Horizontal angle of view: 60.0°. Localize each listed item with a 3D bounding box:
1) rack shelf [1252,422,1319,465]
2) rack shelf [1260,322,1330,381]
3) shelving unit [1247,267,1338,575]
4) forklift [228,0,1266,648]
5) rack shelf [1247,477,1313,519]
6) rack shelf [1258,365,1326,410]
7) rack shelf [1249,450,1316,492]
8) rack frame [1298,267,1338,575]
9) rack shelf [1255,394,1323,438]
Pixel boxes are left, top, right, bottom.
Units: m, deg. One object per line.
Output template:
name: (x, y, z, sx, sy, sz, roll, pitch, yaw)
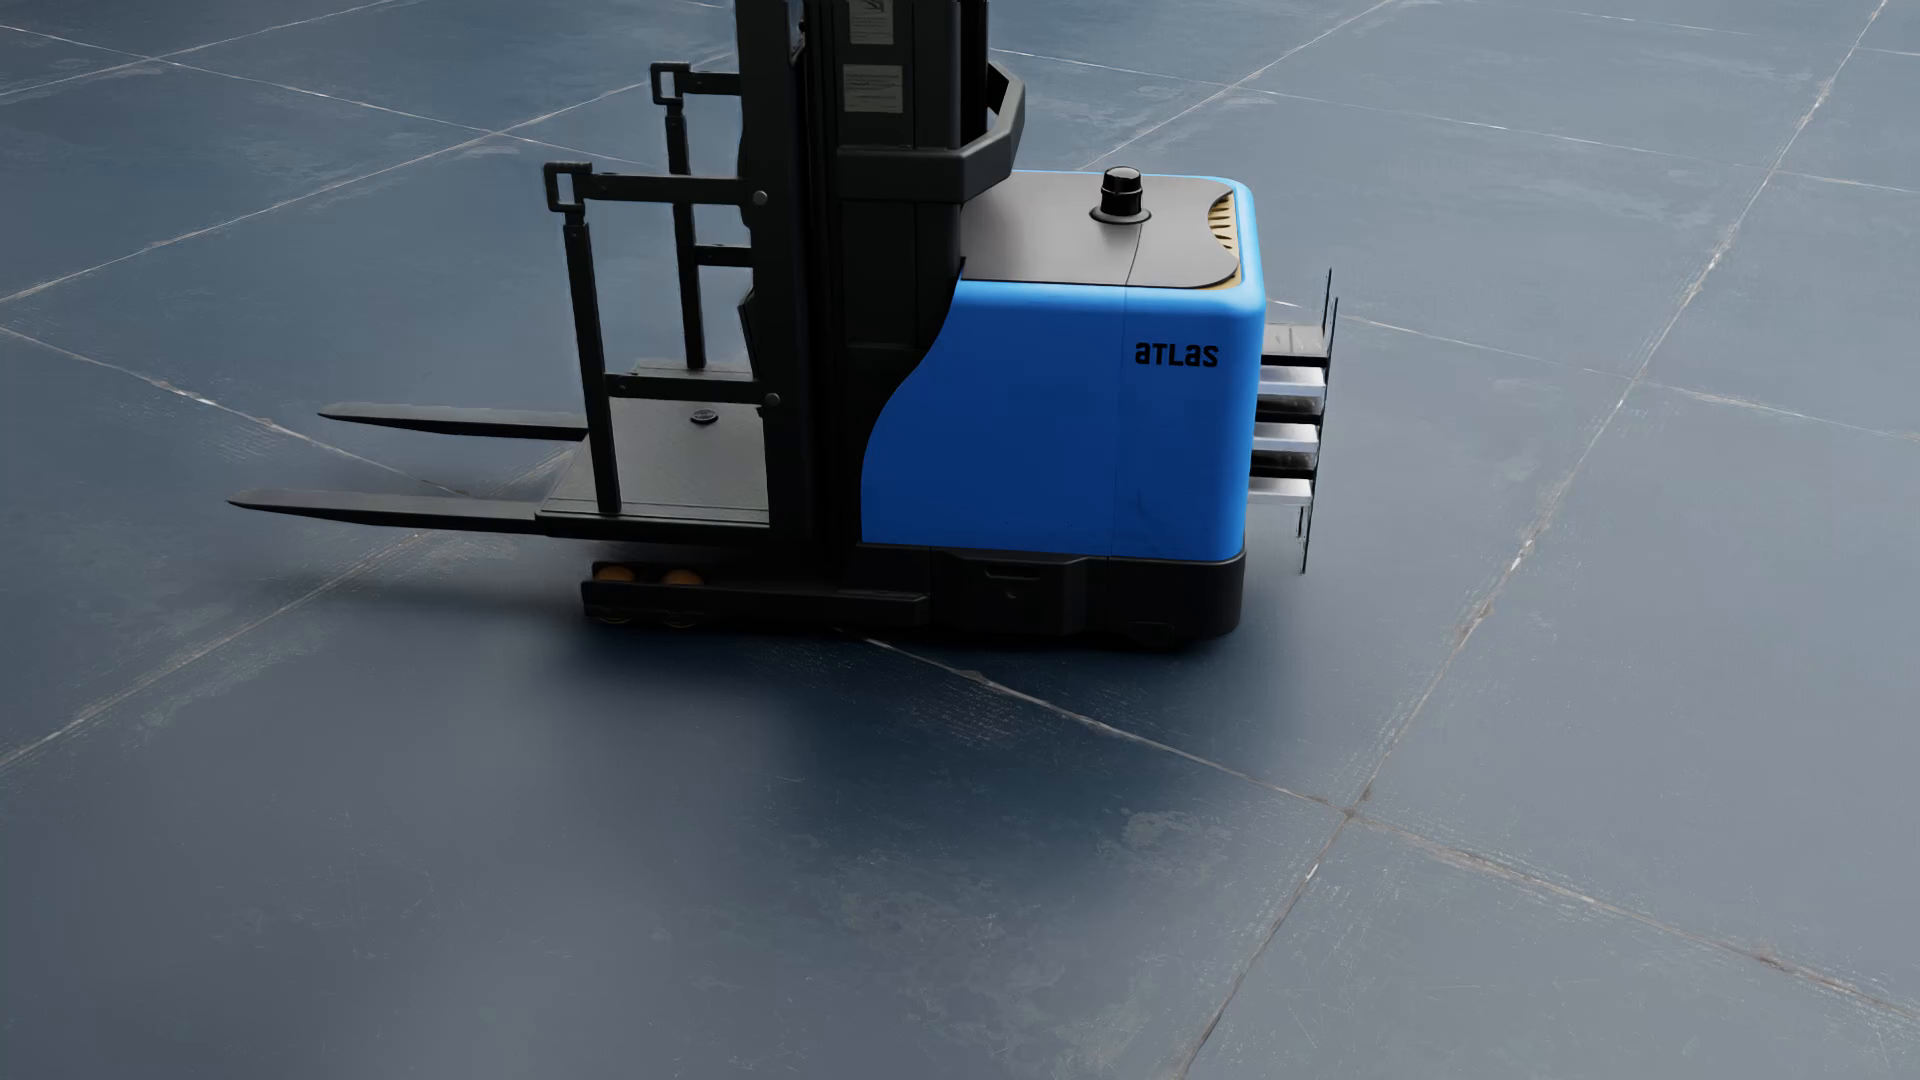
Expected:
rack shelf: (0.960, -0.320, 4.972, 0.200, 0.077, 0.258, 3, 30, 5)
rack shelf: (0.960, -0.553, 4.836, 0.200, 0.077, 0.258, 3, 30, 5)
shelving unit: (0.960, -0.349, 4.955, 0.210, 0.900, 0.258, 3, 30, 5)
forklift: (-0.666, -1.272, 4.521, 3.031, 2.935, 1.130, 3, 30, 5)
rack shelf: (0.960, -0.165, 5.062, 0.200, 0.077, 0.258, 3, 30, 5)
rack shelf: (0.960, -0.476, 4.881, 0.200, 0.077, 0.258, 3, 30, 5)
rack shelf: (0.960, -0.242, 5.017, 0.200, 0.077, 0.258, 3, 30, 5)
rack frame: (1.061, -0.343, 4.945, 0.006, 0.900, 0.240, 3, 30, 5)
rack shelf: (0.960, -0.398, 4.926, 0.200, 0.077, 0.258, 3, 30, 5)
